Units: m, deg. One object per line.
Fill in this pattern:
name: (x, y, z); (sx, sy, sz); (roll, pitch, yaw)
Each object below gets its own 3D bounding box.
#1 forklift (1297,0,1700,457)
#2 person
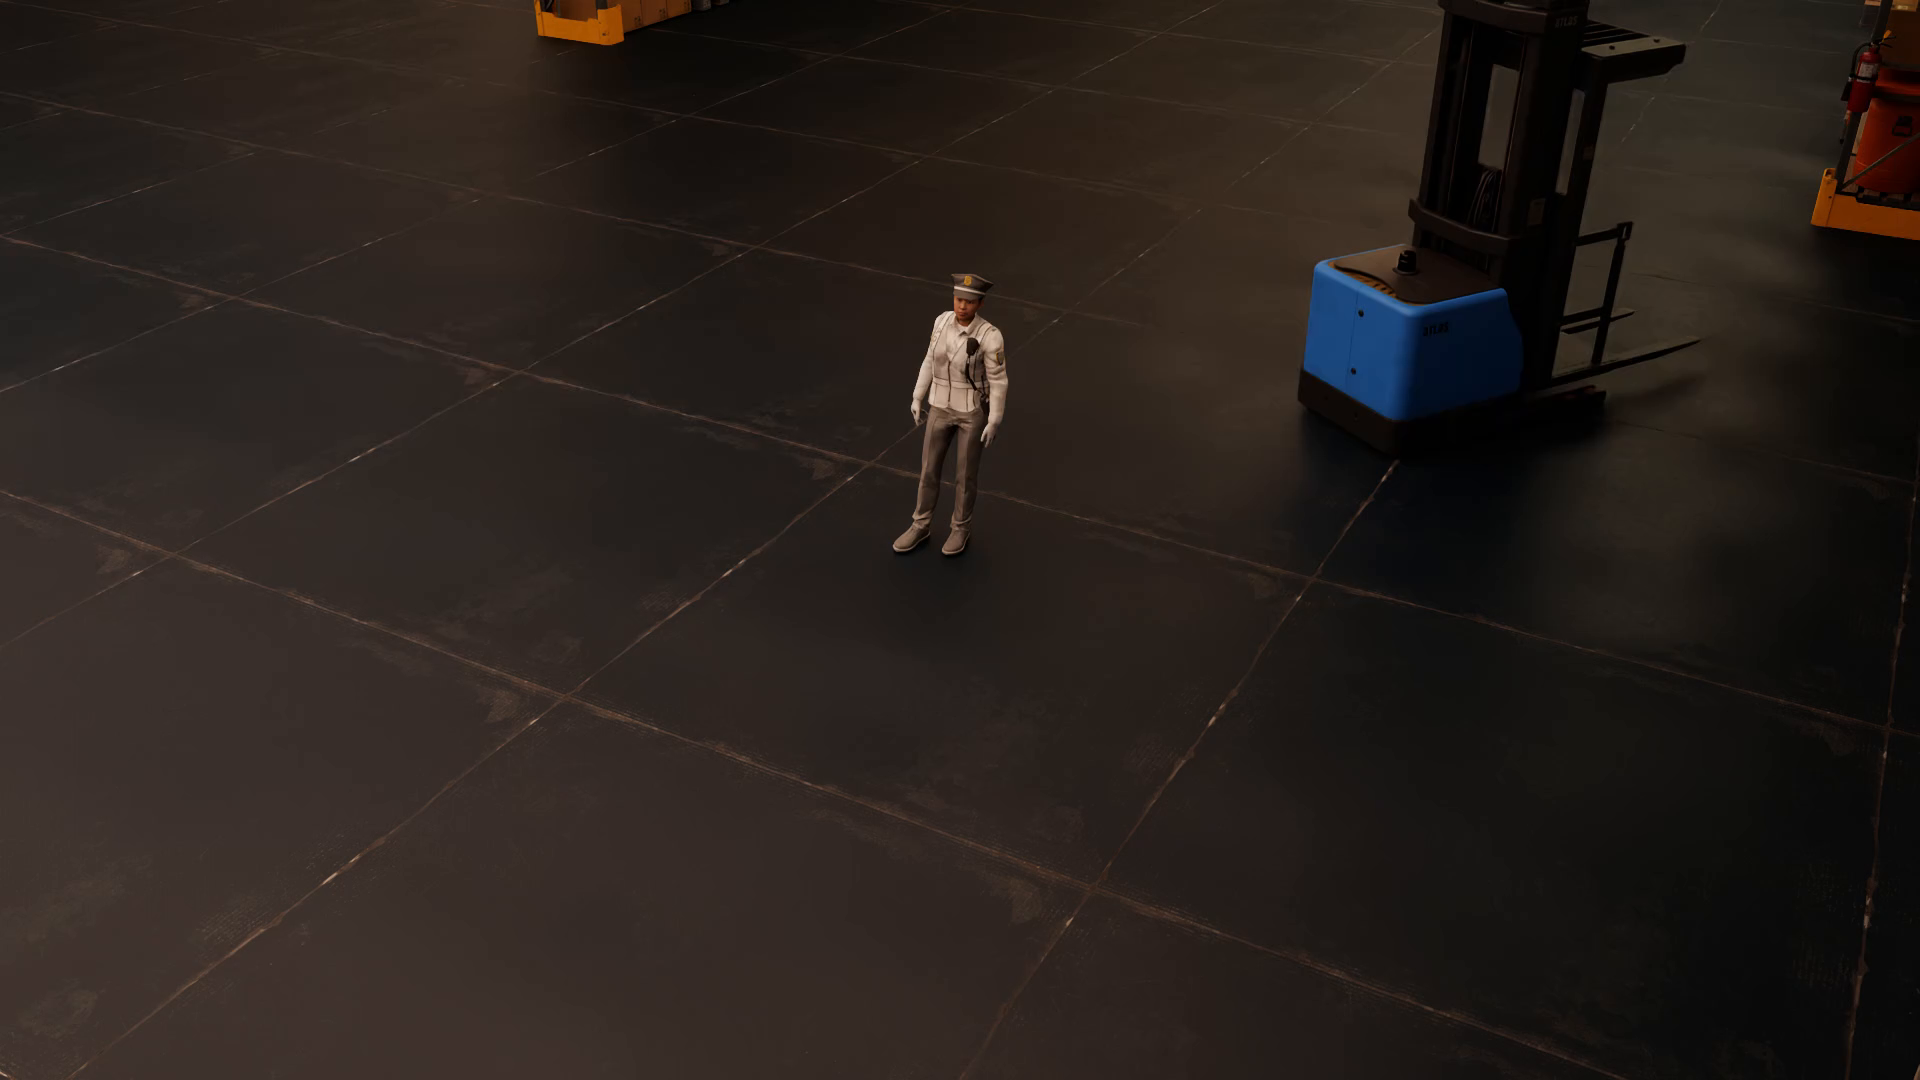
forklift: (3.890, -2.327, 11.102); (3.031, 2.935, 1.130); (-15, 33, -24)
person: (-0.038, -0.712, 9.527); (0.587, 1.696, 0.534); (15, 33, 25)
